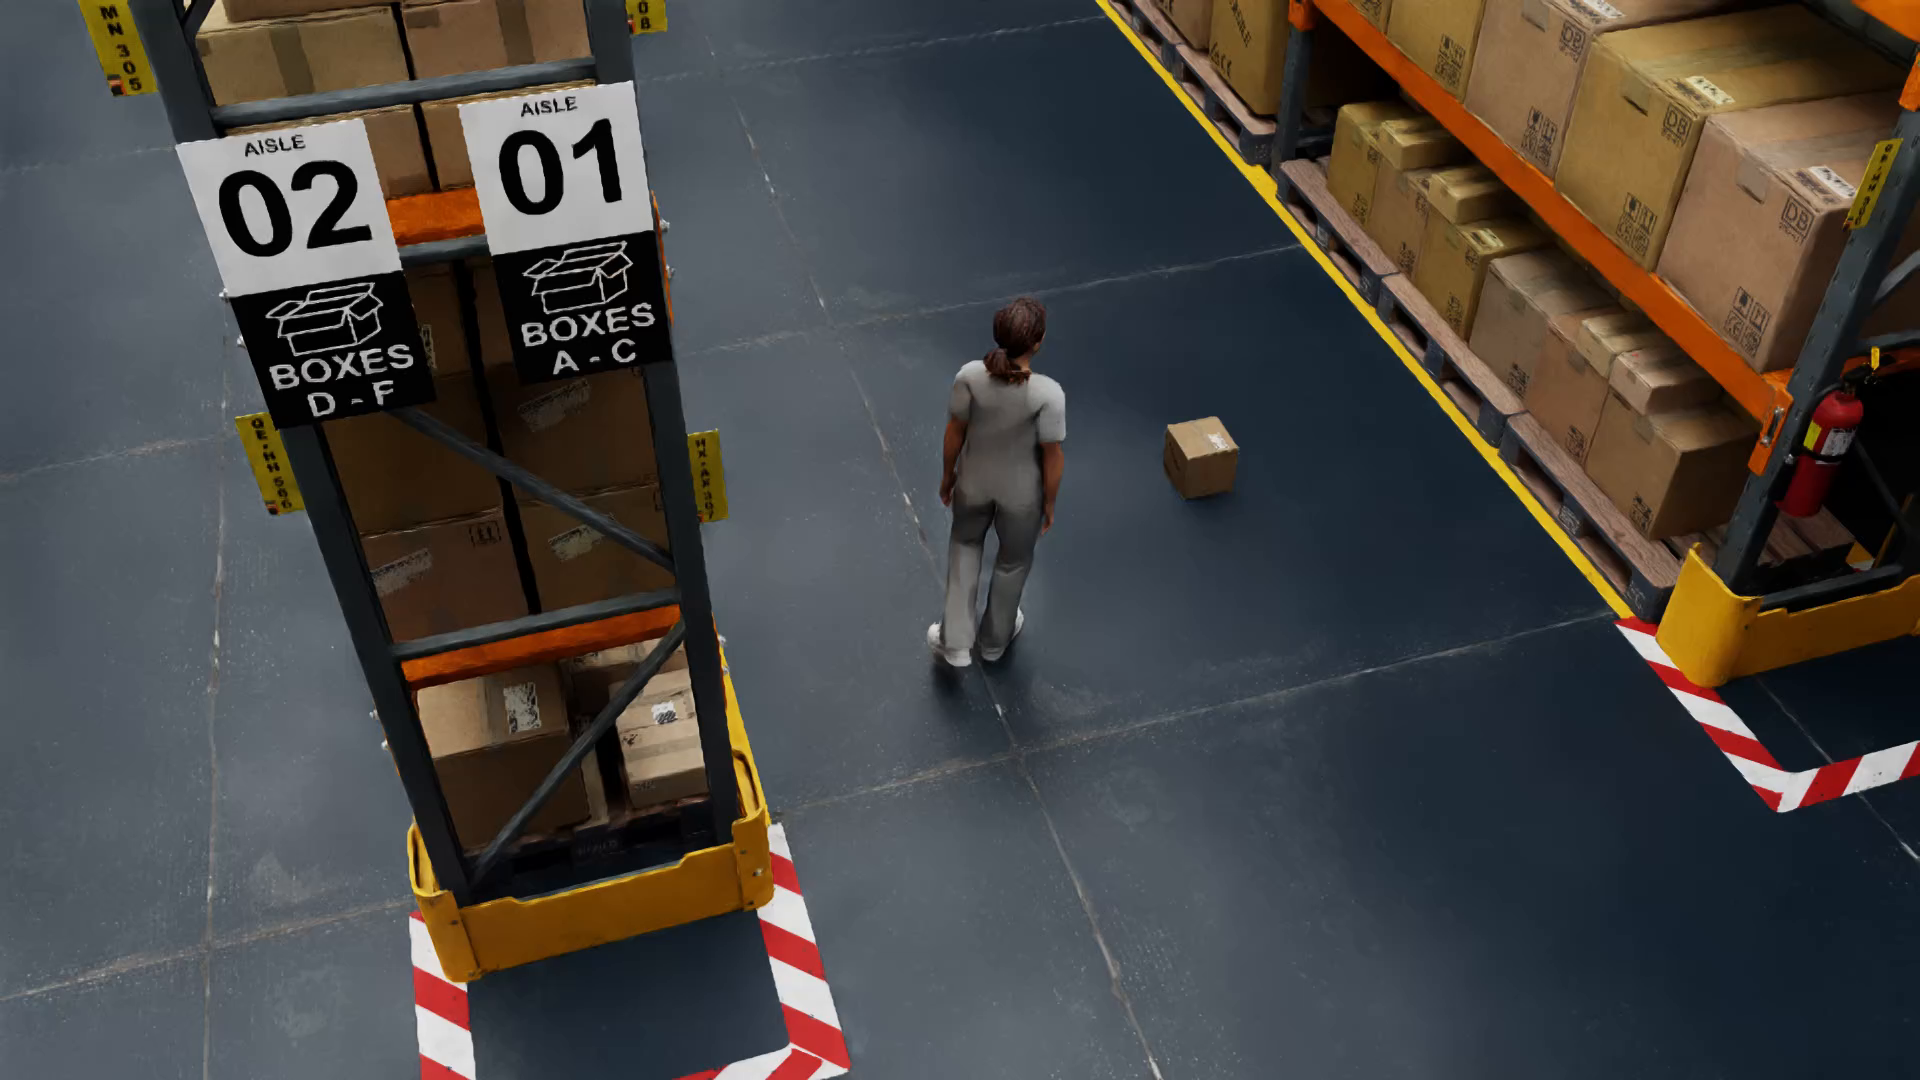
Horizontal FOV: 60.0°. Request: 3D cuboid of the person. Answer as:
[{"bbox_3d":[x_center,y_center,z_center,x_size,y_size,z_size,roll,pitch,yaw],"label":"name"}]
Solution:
[{"bbox_3d":[0.129,-0.149,6.327,0.506,1.663,0.526,12,44,13],"label":"person"}]
